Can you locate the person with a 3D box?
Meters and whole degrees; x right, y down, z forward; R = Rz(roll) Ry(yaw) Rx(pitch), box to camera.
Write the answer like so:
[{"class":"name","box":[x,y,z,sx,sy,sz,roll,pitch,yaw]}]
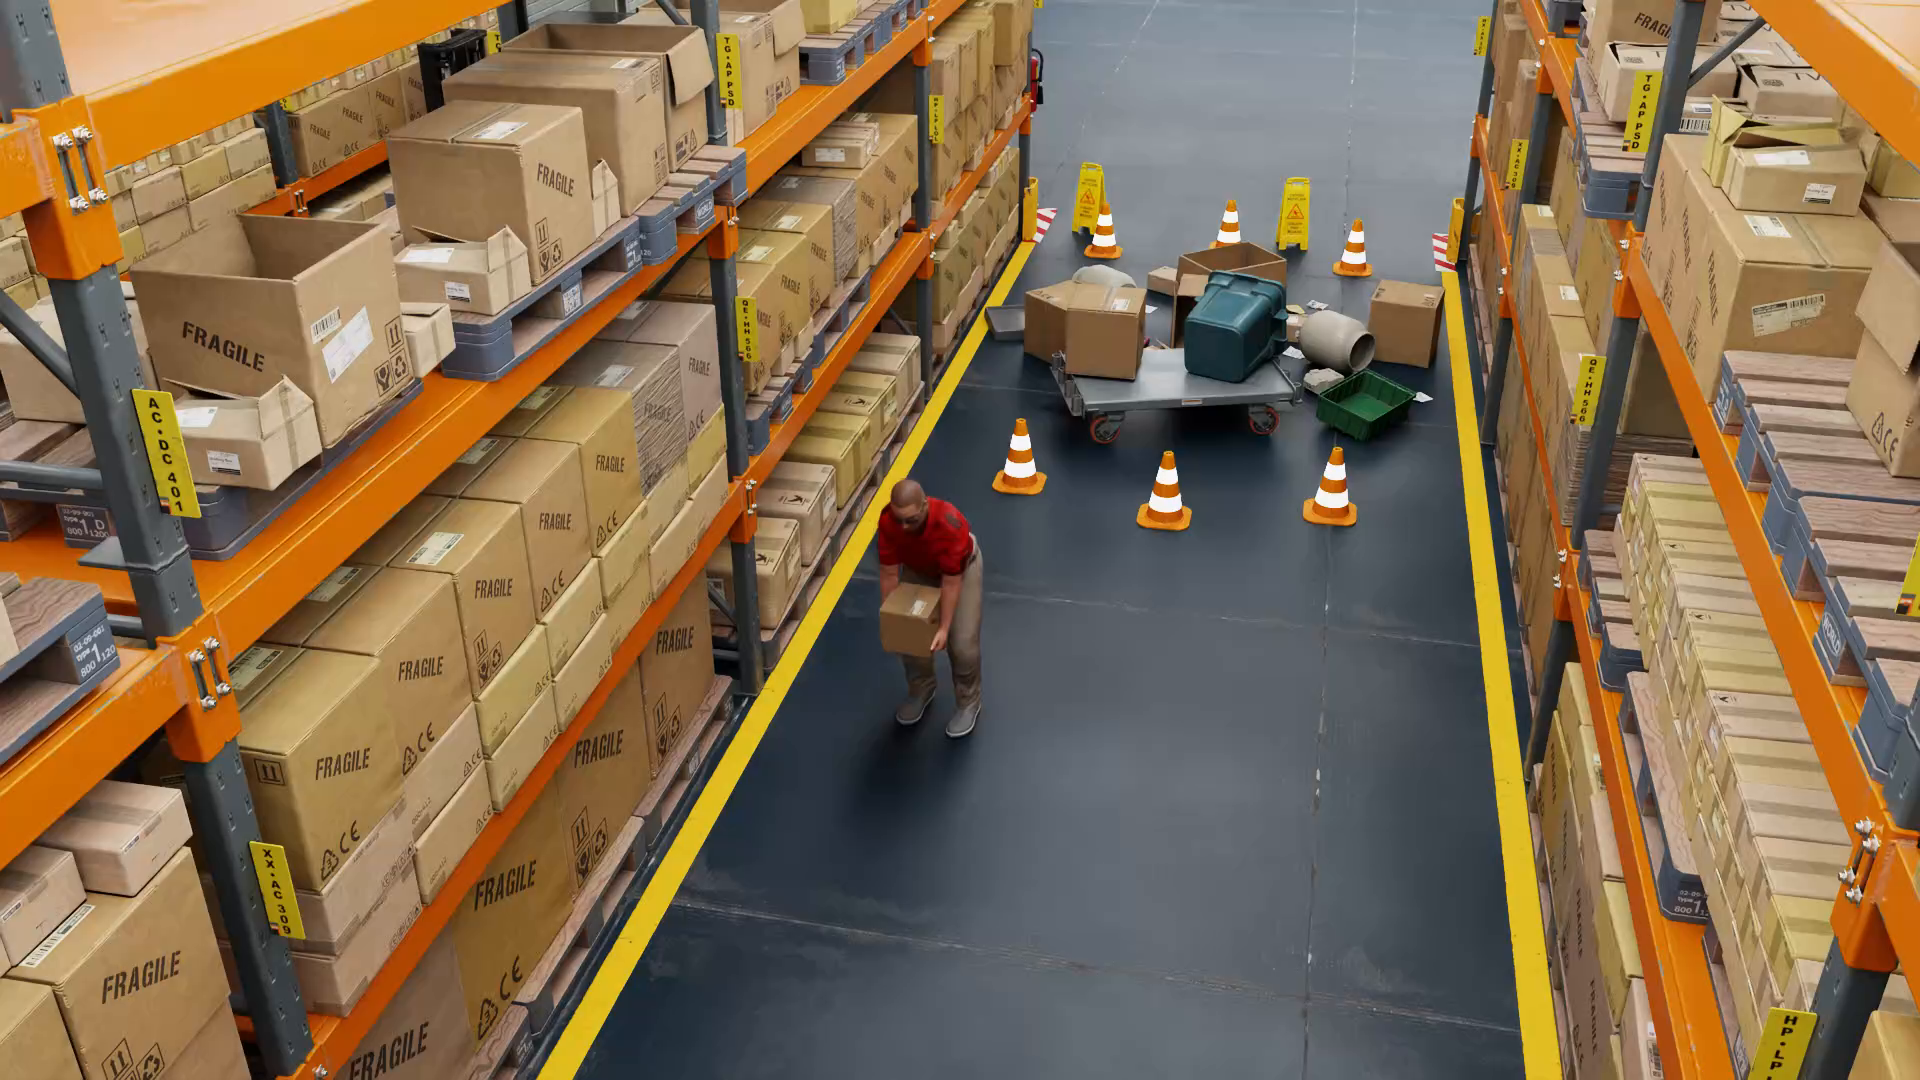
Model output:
[{"class":"person","box":[-0.152,0.302,8.266,0.476,1.564,0.721,11,31,20]}]
